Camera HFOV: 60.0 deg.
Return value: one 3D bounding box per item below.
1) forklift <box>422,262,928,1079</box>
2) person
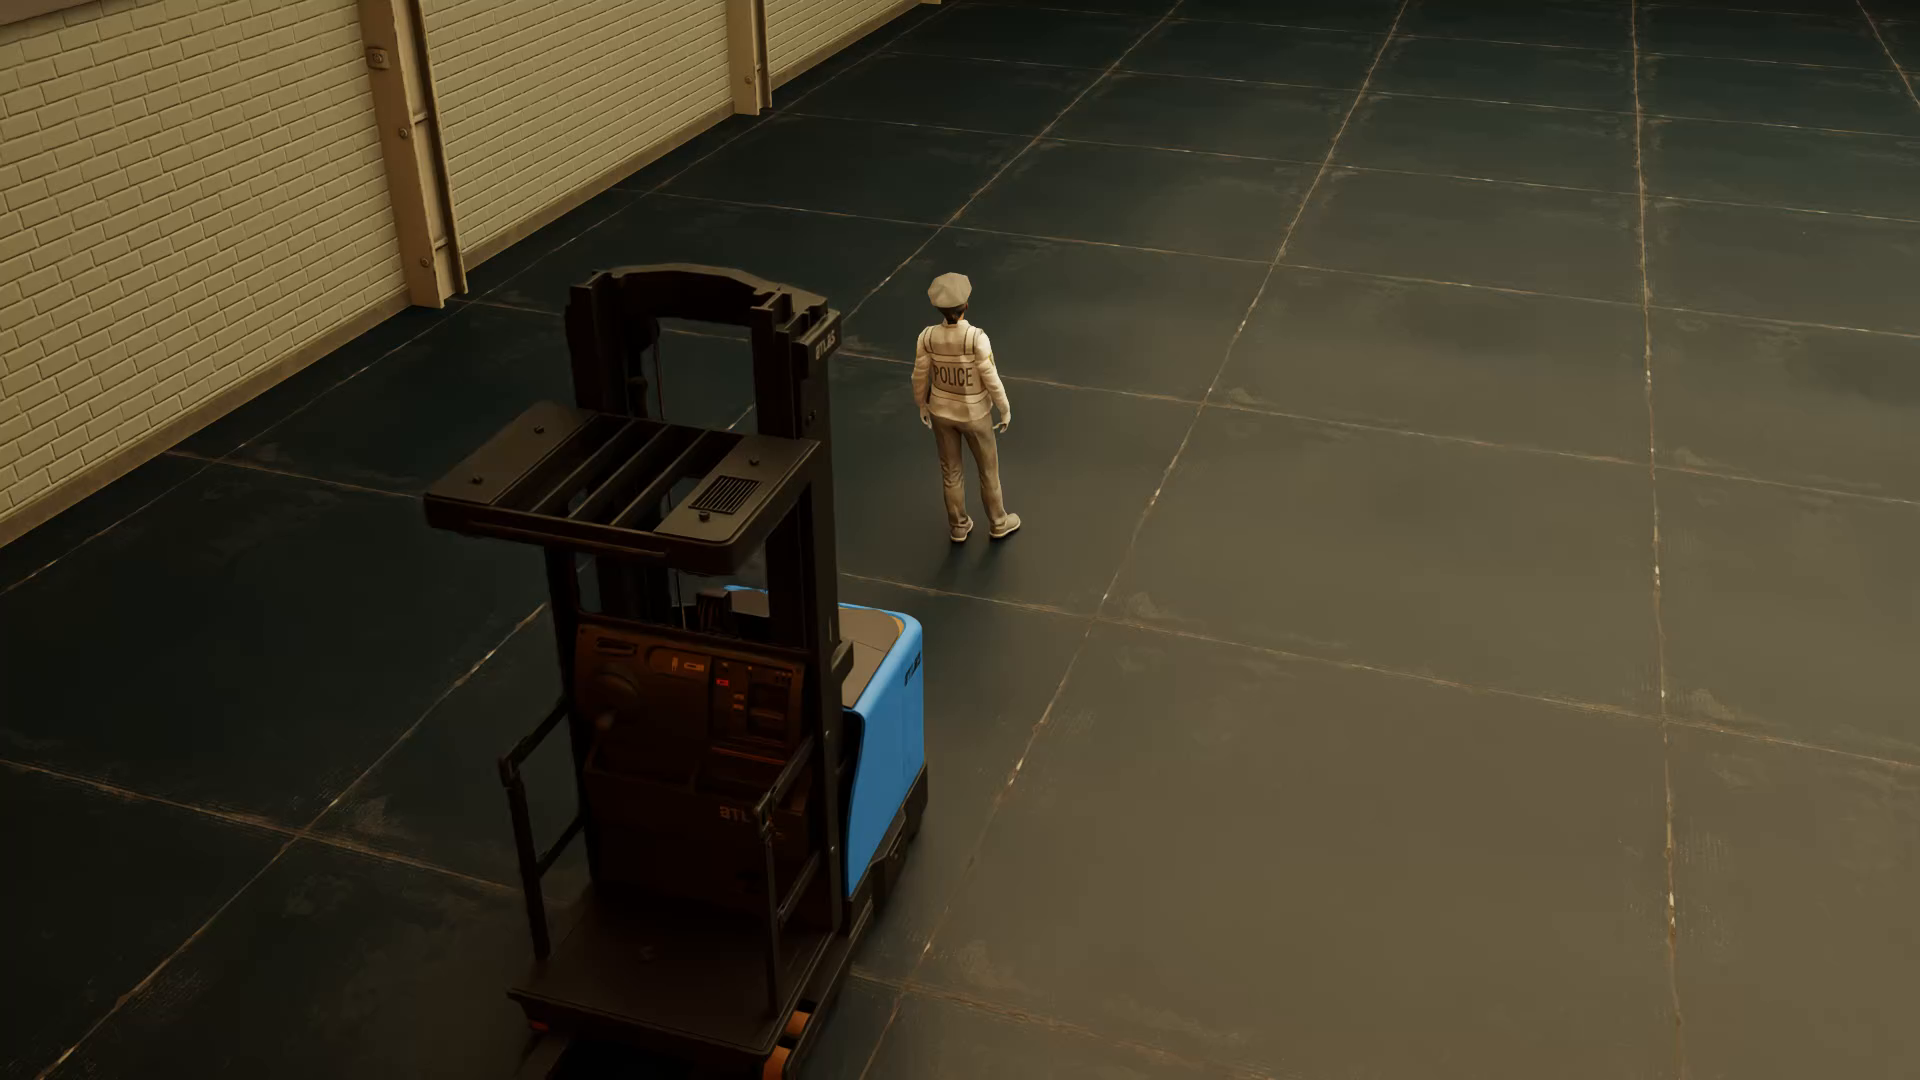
[{"bbox_3d":[-1.081,0.616,6.056,1.130,2.935,3.031,9,31,15],"label":"forklift"},{"bbox_3d":[0.028,-0.773,9.727,0.588,1.695,0.531,10,31,16],"label":"person"}]
